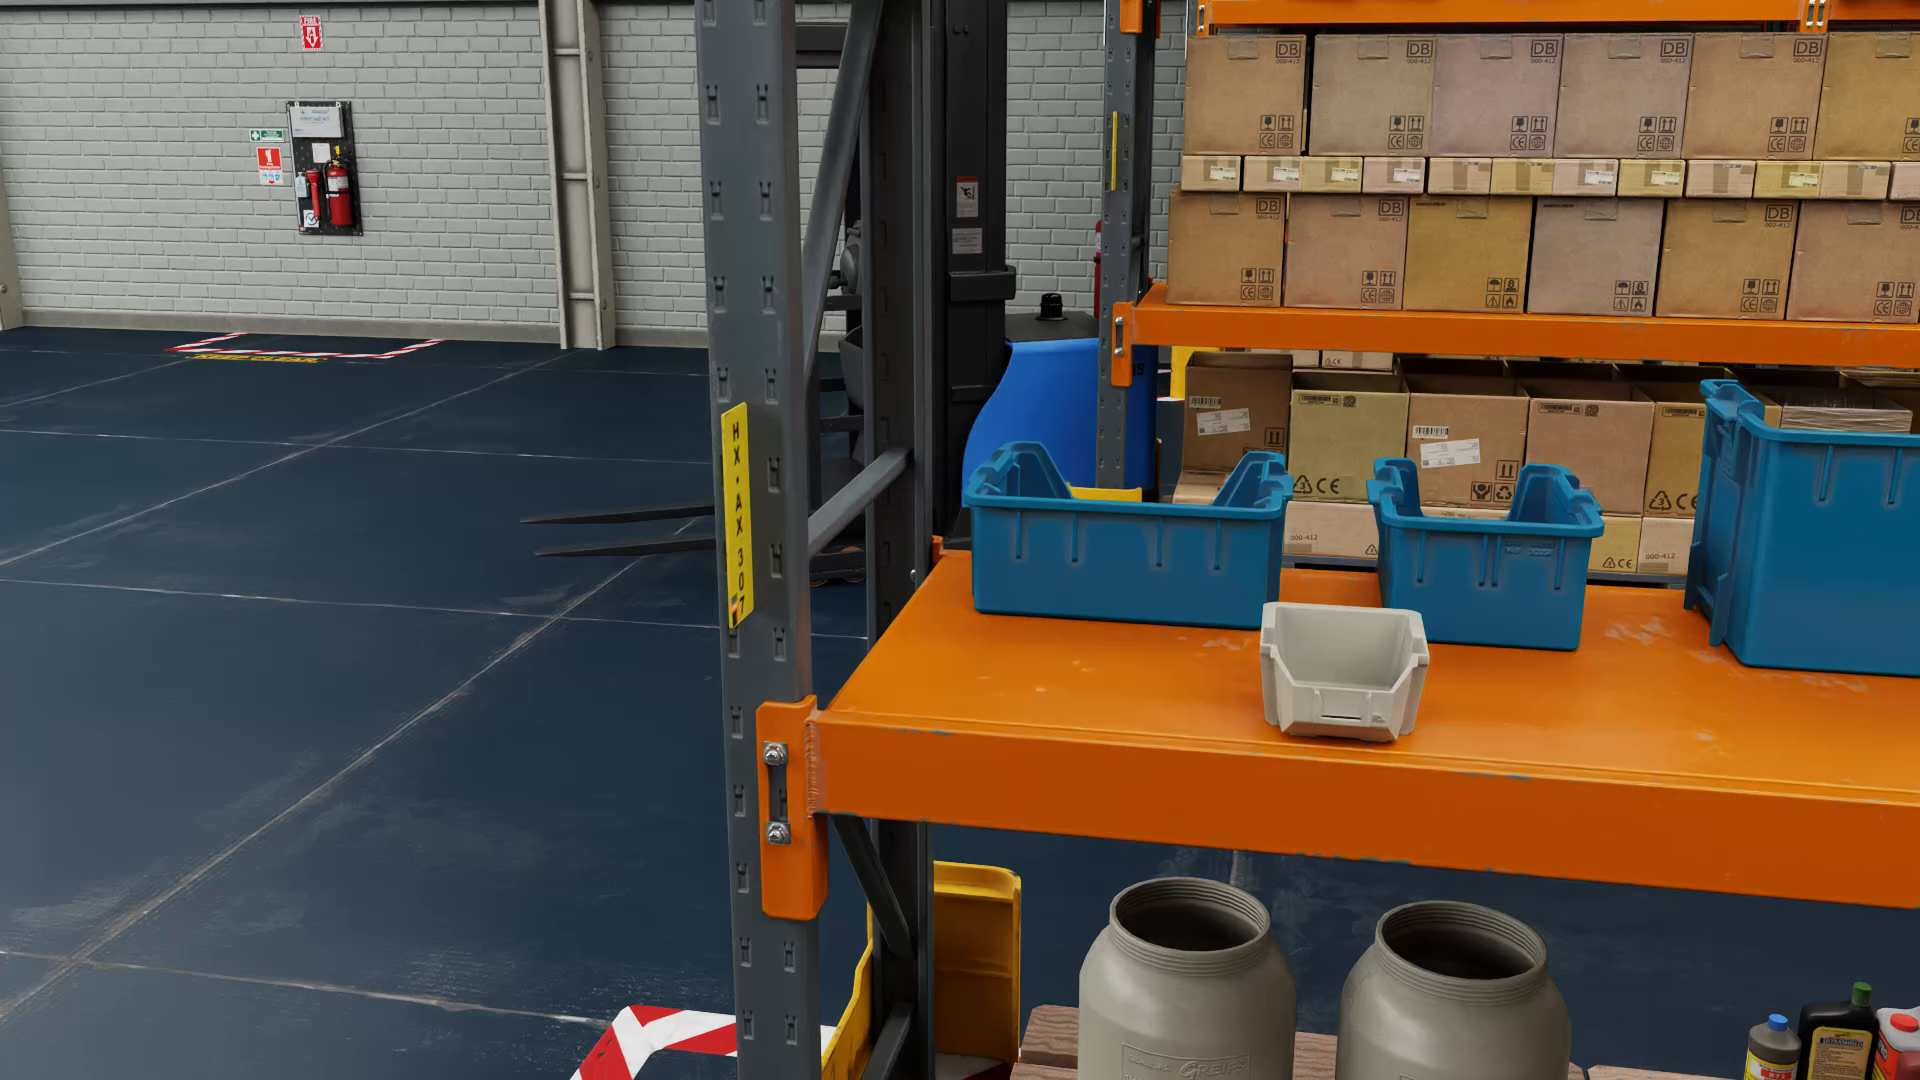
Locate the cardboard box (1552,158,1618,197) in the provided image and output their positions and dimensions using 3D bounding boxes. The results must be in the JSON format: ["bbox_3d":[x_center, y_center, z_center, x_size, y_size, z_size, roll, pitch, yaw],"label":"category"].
[{"bbox_3d":[2.620,-1.544,7.044,0.250,0.149,0.380,3,16,12],"label":"cardboard box"}]

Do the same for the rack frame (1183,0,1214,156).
[{"bbox_3d":[1.756,-2.638,12.398,0.127,3.000,1.000,3,16,11],"label":"rack frame"}]

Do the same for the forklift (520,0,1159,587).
[{"bbox_3d":[-0.589,-1.355,7.892,3.031,2.935,1.130,-6,16,-19],"label":"forklift"}]

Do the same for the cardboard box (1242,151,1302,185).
[{"bbox_3d":[1.442,-1.719,7.676,0.250,0.149,0.380,4,16,12],"label":"cardboard box"}]

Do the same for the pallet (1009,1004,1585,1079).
[{"bbox_3d":[0.661,1.333,3.283,1.213,0.211,1.003,3,16,11],"label":"pallet"}]

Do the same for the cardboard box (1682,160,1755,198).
[{"bbox_3d":[3.139,-1.517,6.946,0.250,0.149,0.380,4,16,13],"label":"cardboard box"}]

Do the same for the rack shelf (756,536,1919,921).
[{"bbox_3d":[1.742,0.406,2.754,4.000,0.370,1.077,3,16,11],"label":"rack shelf"}]

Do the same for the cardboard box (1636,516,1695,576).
[{"bbox_3d":[3.214,-0.026,7.332,0.500,0.250,0.500,3,16,11],"label":"cardboard box"}]

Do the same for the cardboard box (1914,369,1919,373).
[{"bbox_3d":[6.917,-1.384,11.727,0.500,0.500,0.700,3,16,10],"label":"cardboard box"}]

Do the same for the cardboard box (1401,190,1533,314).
[{"bbox_3d":[2.229,-1.308,7.407,0.500,0.500,0.700,3,16,11],"label":"cardboard box"}]

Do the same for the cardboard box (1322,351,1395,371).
[{"bbox_3d":[2.975,-1.464,12.371,0.500,0.311,0.500,4,16,16],"label":"cardboard box"}]

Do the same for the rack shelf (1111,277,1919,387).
[{"bbox_3d":[2.733,-0.889,7.431,4.000,0.370,1.077,3,16,11],"label":"rack shelf"}]

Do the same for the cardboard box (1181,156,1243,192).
[{"bbox_3d":[1.114,-1.626,7.340,0.250,0.149,0.380,3,16,11],"label":"cardboard box"}]

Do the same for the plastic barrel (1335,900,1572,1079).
[{"bbox_3d":[0.933,0.992,3.167,0.421,0.512,0.421,0,15,0],"label":"plastic barrel"}]

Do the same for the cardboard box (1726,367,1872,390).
[{"bbox_3d":[3.809,-0.499,7.635,0.500,0.500,0.500,3,16,11],"label":"cardboard box"}]

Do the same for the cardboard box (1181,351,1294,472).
[{"bbox_3d":[1.358,-0.630,8.108,0.500,0.500,0.500,3,16,11],"label":"cardboard box"}]

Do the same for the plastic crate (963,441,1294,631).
[{"bbox_3d":[0.332,-0.027,3.248,0.616,0.251,0.499,3,16,11],"label":"plastic crate"}]

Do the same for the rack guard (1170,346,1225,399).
[{"bbox_3d":[1.831,-1.430,12.717,0.348,0.500,1.175,3,16,11],"label":"rack guard"}]

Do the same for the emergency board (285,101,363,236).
[{"bbox_3d":[-5.679,-3.288,14.743,0.643,1.169,0.194,3,16,11],"label":"emergency board"}]

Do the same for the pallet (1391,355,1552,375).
[{"bbox_3d":[3.812,-1.173,12.330,1.213,0.211,1.003,3,16,11],"label":"pallet"}]

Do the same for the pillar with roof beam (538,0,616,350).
[{"bbox_3d":[-4.123,-4.912,9.366,0.400,9.000,9.100,3,16,11],"label":"pillar with roof beam"}]

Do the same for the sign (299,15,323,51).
[{"bbox_3d":[-5.667,-4.432,14.529,0.199,0.298,0.001,3,16,11],"label":"sign"}]

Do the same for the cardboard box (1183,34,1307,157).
[{"bbox_3d":[1.280,-1.985,7.420,0.500,0.500,0.700,3,16,11],"label":"cardboard box"}]

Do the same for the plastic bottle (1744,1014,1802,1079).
[{"bbox_3d":[1.669,1.073,3.418,0.097,0.201,0.097,0,15,0],"label":"plastic bottle"}]

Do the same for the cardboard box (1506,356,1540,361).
[{"bbox_3d":[4.113,-1.354,12.277,0.250,0.149,0.380,2,16,7],"label":"cardboard box"}]

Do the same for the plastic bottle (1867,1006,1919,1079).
[{"bbox_3d":[1.911,1.057,3.334,0.135,0.276,0.152,3,16,12],"label":"plastic bottle"}]

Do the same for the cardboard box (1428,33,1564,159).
[{"bbox_3d":[2.290,-1.932,7.228,0.500,0.500,0.700,3,16,11],"label":"cardboard box"}]

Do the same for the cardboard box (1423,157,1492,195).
[{"bbox_3d":[2.126,-1.571,7.143,0.250,0.149,0.380,3,16,9],"label":"cardboard box"}]

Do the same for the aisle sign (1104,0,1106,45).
[{"bbox_3d":[0.647,-2.518,7.095,0.004,0.787,0.394,3,16,11],"label":"aisle sign"}]

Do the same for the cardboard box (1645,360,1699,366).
[{"bbox_3d":[5.146,-1.293,12.023,0.250,0.166,0.380,1,16,4],"label":"cardboard box"}]

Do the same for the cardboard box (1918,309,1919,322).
[{"bbox_3d":[4.256,-1.200,7.017,0.500,0.500,0.700,3,16,10],"label":"cardboard box"}]

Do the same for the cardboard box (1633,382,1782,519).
[{"bbox_3d":[3.216,-0.391,7.244,0.500,0.500,0.500,3,16,11],"label":"cardboard box"}]

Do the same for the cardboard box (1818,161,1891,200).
[{"bbox_3d":[3.627,-1.489,6.847,0.250,0.149,0.380,3,16,11],"label":"cardboard box"}]

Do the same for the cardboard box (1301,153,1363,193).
[{"bbox_3d":[1.618,-1.599,7.243,0.250,0.149,0.380,3,16,11],"label":"cardboard box"}]

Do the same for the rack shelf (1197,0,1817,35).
[{"bbox_3d":[3.716,-3.631,11.709,4.000,0.370,1.077,3,16,11],"label":"rack shelf"}]

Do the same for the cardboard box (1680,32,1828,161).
[{"bbox_3d":[3.270,-1.878,7.036,0.500,0.500,0.700,3,16,11],"label":"cardboard box"}]

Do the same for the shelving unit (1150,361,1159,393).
[{"bbox_3d":[0.758,-0.537,8.304,0.210,0.900,0.258,6,29,-12],"label":"shelving unit"}]

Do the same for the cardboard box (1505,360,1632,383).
[{"bbox_3d":[2.830,-0.554,7.832,0.500,0.500,0.500,3,16,11],"label":"cardboard box"}]

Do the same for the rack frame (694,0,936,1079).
[{"bbox_3d":[-0.218,-0.047,3.042,0.127,3.000,1.000,3,16,11],"label":"rack frame"}]

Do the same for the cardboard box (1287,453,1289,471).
[{"bbox_3d":[1.850,-0.245,8.121,0.500,0.250,0.500,3,16,11],"label":"cardboard box"}]

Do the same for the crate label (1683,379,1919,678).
[{"bbox_3d":[1.640,-0.037,2.939,0.616,0.435,0.502,3,16,11],"label":"crate label"}]

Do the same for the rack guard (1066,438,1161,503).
[{"bbox_3d":[0.749,-0.139,8.057,0.348,0.500,1.175,3,16,11],"label":"rack guard"}]

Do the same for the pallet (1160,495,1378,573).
[{"bbox_3d":[1.530,0.031,7.984,1.213,0.211,1.003,3,16,11],"label":"pallet"}]

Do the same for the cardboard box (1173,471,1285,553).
[{"bbox_3d":[1.254,-0.133,7.717,0.500,0.250,0.500,3,16,11],"label":"cardboard box"}]

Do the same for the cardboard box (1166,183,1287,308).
[{"bbox_3d":[1.228,-1.362,7.604,0.500,0.500,0.700,3,16,11],"label":"cardboard box"}]

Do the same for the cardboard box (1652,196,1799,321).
[{"bbox_3d":[3.247,-1.254,7.212,0.500,0.500,0.700,3,16,12],"label":"cardboard box"}]

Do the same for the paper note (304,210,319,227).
[{"bbox_3d":[-5.839,-2.891,14.960,0.142,0.148,0.016,3,16,11],"label":"paper note"}]

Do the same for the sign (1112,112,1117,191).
[{"bbox_3d":[0.656,-1.653,7.070,0.005,0.325,0.100,3,16,11],"label":"sign"}]

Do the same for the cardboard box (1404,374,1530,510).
[{"bbox_3d":[2.237,-0.445,7.439,0.500,0.500,0.500,3,16,11],"label":"cardboard box"}]

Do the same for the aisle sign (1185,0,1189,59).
[{"bbox_3d":[1.626,-3.817,11.781,0.004,0.787,0.394,3,16,11],"label":"aisle sign"}]

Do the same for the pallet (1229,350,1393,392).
[{"bbox_3d":[2.620,-1.238,12.566,1.213,0.211,1.003,3,16,11],"label":"pallet"}]

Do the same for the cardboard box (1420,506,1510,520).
[{"bbox_3d":[2.235,-0.080,7.528,0.500,0.250,0.500,3,16,11],"label":"cardboard box"}]
